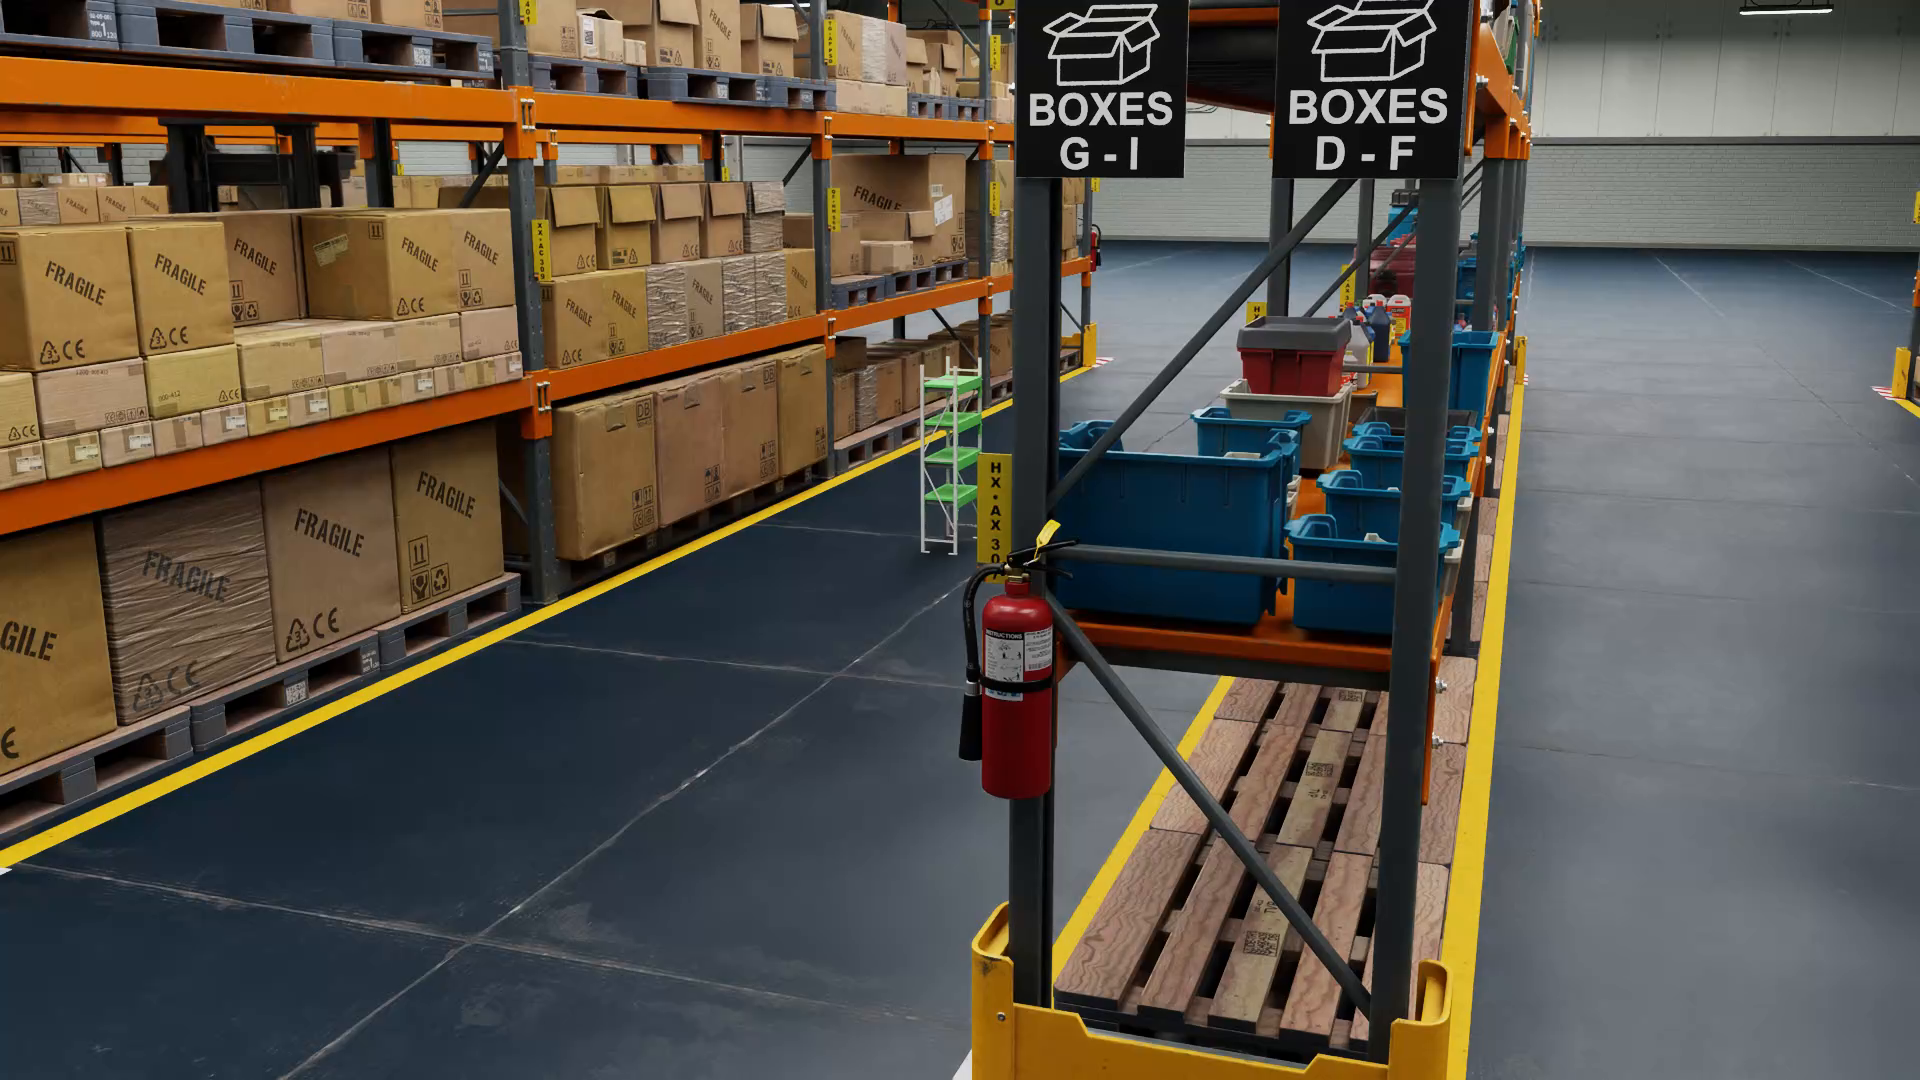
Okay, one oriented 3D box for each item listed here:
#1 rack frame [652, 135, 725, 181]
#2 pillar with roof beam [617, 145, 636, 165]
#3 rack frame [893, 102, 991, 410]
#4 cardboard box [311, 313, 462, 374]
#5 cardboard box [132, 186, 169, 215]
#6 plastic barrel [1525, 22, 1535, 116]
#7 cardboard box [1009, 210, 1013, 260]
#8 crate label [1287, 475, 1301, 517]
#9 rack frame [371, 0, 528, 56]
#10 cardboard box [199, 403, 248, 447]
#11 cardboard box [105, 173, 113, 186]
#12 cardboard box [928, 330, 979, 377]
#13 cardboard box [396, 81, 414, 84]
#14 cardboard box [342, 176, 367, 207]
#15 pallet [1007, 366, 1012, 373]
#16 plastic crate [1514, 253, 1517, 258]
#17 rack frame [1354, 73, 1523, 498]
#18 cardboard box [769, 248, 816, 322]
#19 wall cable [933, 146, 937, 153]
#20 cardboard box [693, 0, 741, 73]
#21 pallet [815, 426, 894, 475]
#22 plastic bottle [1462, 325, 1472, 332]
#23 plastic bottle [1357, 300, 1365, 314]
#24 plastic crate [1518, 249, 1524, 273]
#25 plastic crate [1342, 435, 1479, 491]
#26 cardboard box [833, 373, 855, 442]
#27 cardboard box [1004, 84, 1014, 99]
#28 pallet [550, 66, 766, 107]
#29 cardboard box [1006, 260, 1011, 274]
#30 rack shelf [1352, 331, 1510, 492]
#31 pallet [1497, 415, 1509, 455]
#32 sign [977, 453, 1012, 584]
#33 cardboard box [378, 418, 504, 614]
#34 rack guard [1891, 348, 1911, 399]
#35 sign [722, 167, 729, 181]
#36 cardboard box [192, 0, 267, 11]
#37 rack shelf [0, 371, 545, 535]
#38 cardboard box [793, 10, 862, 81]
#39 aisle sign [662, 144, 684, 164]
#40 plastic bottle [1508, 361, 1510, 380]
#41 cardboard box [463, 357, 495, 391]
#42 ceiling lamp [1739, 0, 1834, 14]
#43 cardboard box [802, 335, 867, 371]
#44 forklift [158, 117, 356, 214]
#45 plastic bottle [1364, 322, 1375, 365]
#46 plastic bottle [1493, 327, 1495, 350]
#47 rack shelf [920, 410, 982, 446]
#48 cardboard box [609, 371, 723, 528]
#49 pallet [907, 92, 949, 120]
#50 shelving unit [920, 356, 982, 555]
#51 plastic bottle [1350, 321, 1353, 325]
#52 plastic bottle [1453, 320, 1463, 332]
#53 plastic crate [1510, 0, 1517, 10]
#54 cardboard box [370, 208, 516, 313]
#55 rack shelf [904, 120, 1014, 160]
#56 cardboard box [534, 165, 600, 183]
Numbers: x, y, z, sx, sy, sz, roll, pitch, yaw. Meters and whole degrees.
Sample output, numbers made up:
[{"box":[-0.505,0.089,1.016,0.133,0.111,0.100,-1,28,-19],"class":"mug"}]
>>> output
[{"box":[-3.554,-4.040,21.947,1.000,3.000,0.127,4,14,18],"class":"rack frame"},{"box":[-4.149,-11.055,39.199,9.100,9.000,0.548,4,14,18],"class":"pillar with roof beam"},{"box":[-0.187,-2.819,16.599,1.000,3.000,0.127,4,14,18],"class":"rack frame"},{"box":[-2.835,-0.986,8.235,0.500,0.250,0.500,5,14,20],"class":"cardboard box"},{"box":[-9.497,-3.818,19.136,0.500,0.500,0.500,4,13,17],"class":"cardboard box"},{"box":[4.540,-4.047,14.110,0.600,0.901,0.708,4,14,18],"class":"plastic barrel"},{"box":[0.212,-3.206,17.401,0.875,0.500,0.500,4,14,18],"class":"cardboard box"},{"box":[0.884,-0.142,5.327,0.396,0.136,0.243,4,14,18],"class":"crate label"},{"box":[-2.776,-4.060,8.552,1.000,3.000,0.127,4,14,18],"class":"rack frame"},{"box":[-3.229,-0.492,6.968,0.380,0.149,0.250,4,14,18],"class":"cardboard box"},{"box":[-10.051,-4.174,19.240,0.380,0.149,0.250,4,14,18],"class":"cardboard box"},{"box":[-0.020,-1.887,17.187,0.500,0.500,0.500,4,13,17],"class":"cardboard box"},{"box":[-5.371,-4.378,15.720,0.500,0.311,0.500,4,13,17],"class":"cardboard box"},{"box":[-5.825,-3.092,15.323,0.700,0.500,0.500,4,13,18],"class":"cardboard box"},{"box":[0.390,-1.862,18.669,1.003,0.211,1.213,4,14,18],"class":"pallet"},{"box":[4.437,-2.200,13.923,0.392,0.384,0.575,4,14,18],"class":"plastic crate"},{"box":[3.205,-1.621,11.347,1.000,3.000,0.127,4,14,18],"class":"rack frame"},{"box":[-1.407,-1.904,12.365,0.500,0.500,0.500,5,14,20],"class":"cardboard box"},{"box":[-2.135,-12.902,54.273,3.097,2.526,0.112,4,14,18],"class":"wall cable"},{"box":[-1.807,-3.371,11.108,0.500,0.500,0.500,5,14,21],"class":"cardboard box"},{"box":[-1.227,-0.782,13.940,1.003,0.211,1.213,4,14,18],"class":"pallet"},{"box":[2.796,-1.032,9.046,0.152,0.276,0.135,4,14,18],"class":"plastic bottle"},{"box":[2.523,-1.373,10.527,0.061,0.283,0.133,4,14,18],"class":"plastic bottle"},{"box":[5.699,-2.969,17.590,0.499,0.251,0.408,4,14,18],"class":"plastic crate"},{"box":[1.434,-0.189,5.317,0.416,0.233,0.300,4,14,18],"class":"plastic crate"},{"box":[-1.284,-1.115,13.763,0.700,0.500,0.500,4,13,15],"class":"cardboard box"},{"box":[0.339,-4.566,16.952,0.380,0.149,0.250,4,14,19],"class":"cardboard box"},{"box":[-1.999,-2.972,10.953,1.003,0.211,1.213,5,14,21],"class":"pallet"},{"box":[0.315,-2.827,17.197,0.380,0.149,0.250,4,14,18],"class":"cardboard box"},{"box":[2.558,-0.849,9.582,1.077,0.370,4.000,4,14,18],"class":"rack shelf"},{"box":[4.282,-0.935,14.610,1.003,0.211,1.213,4,14,18],"class":"pallet"},{"box":[0.091,-0.052,4.107,0.100,0.325,0.005,4,14,18],"class":"sign"},{"box":[-3.065,-0.171,8.825,0.875,0.875,0.875,4,14,18],"class":"cardboard box"},{"box":[10.487,-1.734,17.461,1.175,0.500,0.348,4,14,18],"class":"rack guard"},{"box":[-3.045,-4.678,21.608,0.100,0.325,0.005,4,14,18],"class":"sign"},{"box":[-3.454,-2.518,7.144,0.700,0.500,0.500,5,14,21],"class":"cardboard box"},{"box":[-3.423,-0.363,7.454,1.077,0.370,4.000,4,14,18],"class":"rack shelf"},{"box":[-1.086,-3.812,12.861,0.500,0.500,0.500,4,14,19],"class":"cardboard box"},{"box":[-3.815,-5.344,21.818,0.394,0.787,0.004,4,14,18],"class":"aisle sign"},{"box":[5.593,-1.751,17.034,0.061,0.283,0.133,5,14,20],"class":"plastic bottle"},{"box":[-2.648,-0.870,8.625,0.380,0.149,0.250,5,14,19],"class":"cardboard box"},{"box":[19.522,-14.013,39.041,2.000,3.185,0.800,4,14,18],"class":"ceiling lamp"},{"box":[-1.131,-1.594,14.175,0.500,0.250,0.500,6,14,25],"class":"cardboard box"},{"box":[-4.787,-1.650,11.632,1.130,2.935,3.031,-2,13,-11],"class":"forklift"},{"box":[2.256,-1.077,9.255,0.097,0.271,0.097,0,13,0],"class":"plastic bottle"},{"box":[3.254,-1.275,10.278,0.097,0.201,0.097,0,13,0],"class":"plastic bottle"},{"box":[-0.054,-0.722,10.663,0.258,0.148,0.480,4,14,18],"class":"rack shelf"},{"box":[-2.299,-0.628,10.830,1.225,0.875,0.875,4,13,16],"class":"cardboard box"},{"box":[-0.821,-3.849,14.793,1.213,0.211,1.003,4,14,18],"class":"pallet"},{"box":[-0.054,-0.550,10.702,0.258,1.200,0.503,4,14,18],"class":"shelving unit"},{"box":[2.132,-1.084,9.277,0.152,0.276,0.135,4,14,18],"class":"plastic bottle"},{"box":[2.786,-1.103,9.370,0.097,0.271,0.097,0,13,0],"class":"plastic bottle"},{"box":[1.918,-1.944,6.401,0.416,0.233,0.300,4,14,18],"class":"plastic crate"},{"box":[-2.671,-1.456,8.611,0.500,0.500,0.500,5,14,20],"class":"cardboard box"},{"box":[0.460,-4.352,18.190,1.077,0.370,4.000,4,14,18],"class":"rack shelf"},{"box":[-4.628,-3.997,18.994,0.875,0.550,0.550,4,14,18],"class":"cardboard box"}]
